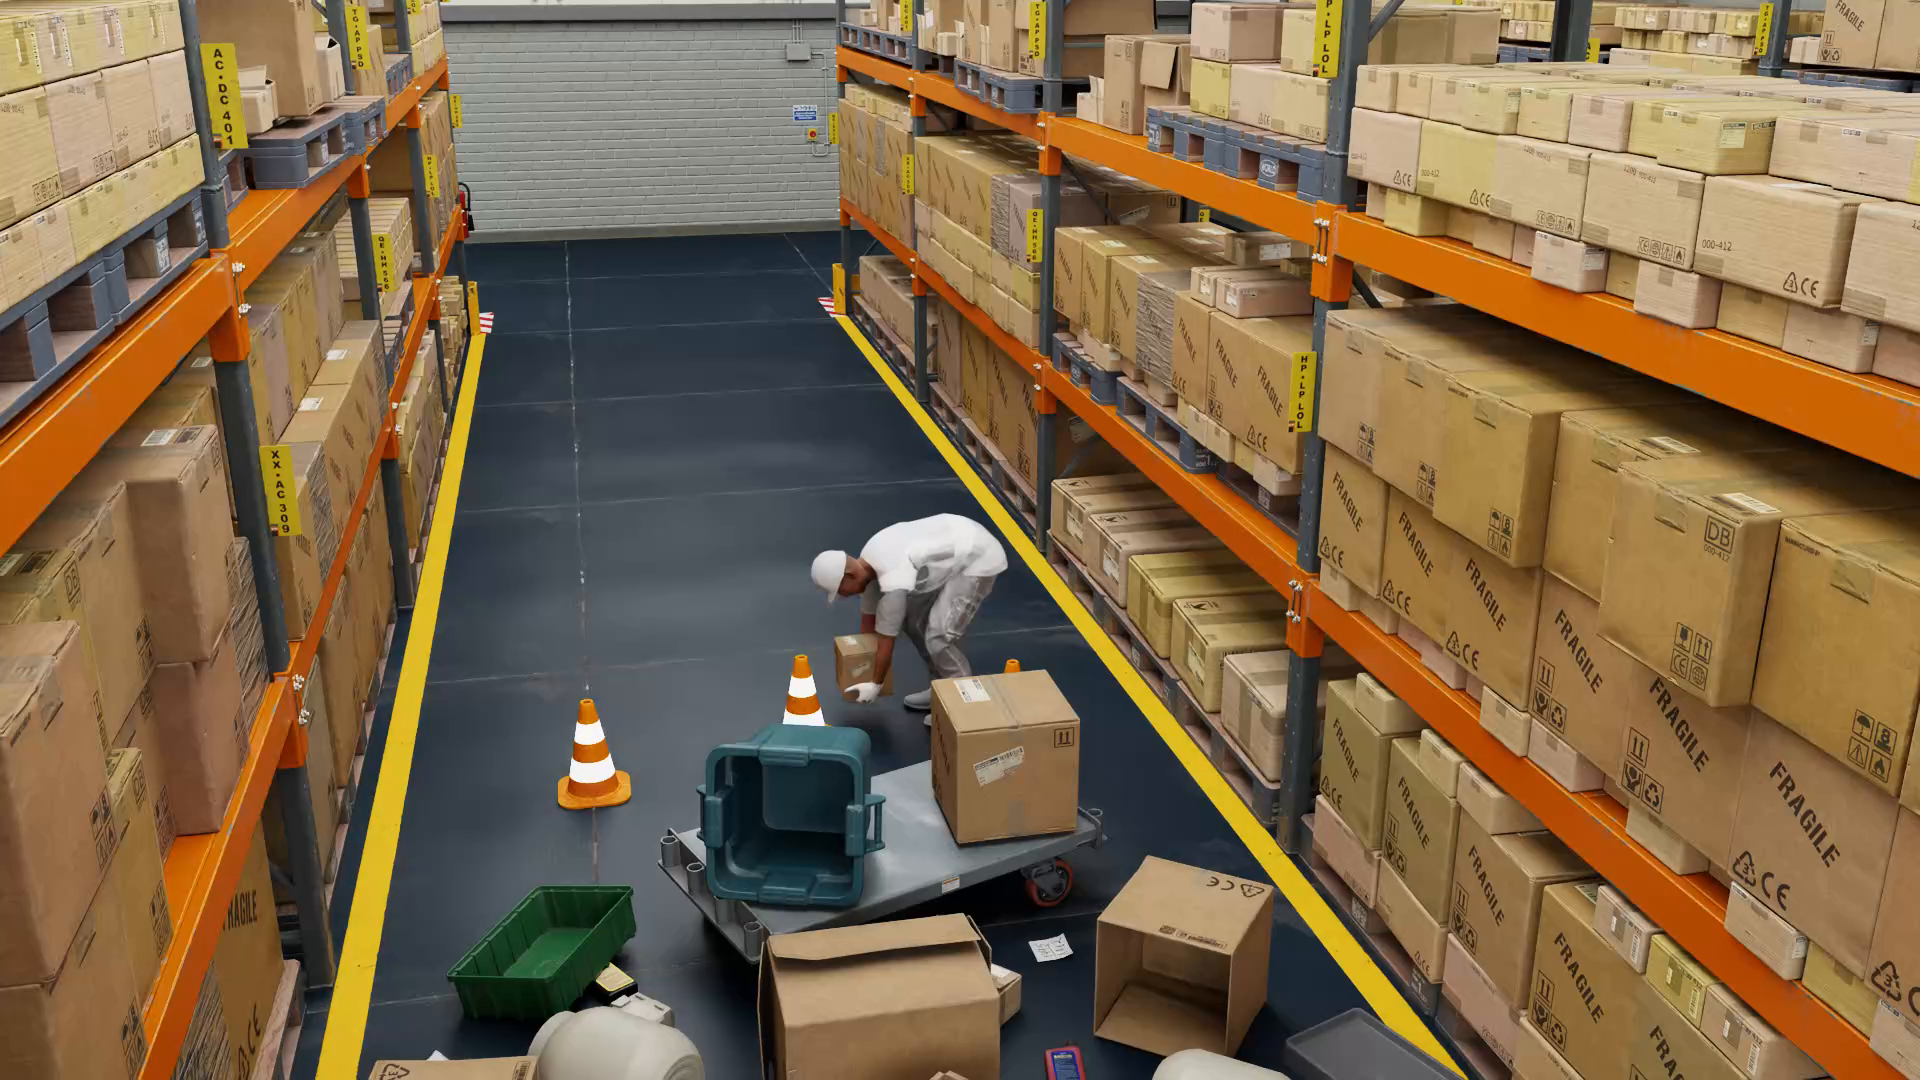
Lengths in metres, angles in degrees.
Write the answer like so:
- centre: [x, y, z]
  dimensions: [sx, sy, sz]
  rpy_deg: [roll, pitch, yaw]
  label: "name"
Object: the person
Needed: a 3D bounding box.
- centre: [-0.258, 0.419, 8.426]
  dimensions: [0.991, 1.063, 0.504]
  rpy_deg: [-6, 20, -16]
  label: "person"
